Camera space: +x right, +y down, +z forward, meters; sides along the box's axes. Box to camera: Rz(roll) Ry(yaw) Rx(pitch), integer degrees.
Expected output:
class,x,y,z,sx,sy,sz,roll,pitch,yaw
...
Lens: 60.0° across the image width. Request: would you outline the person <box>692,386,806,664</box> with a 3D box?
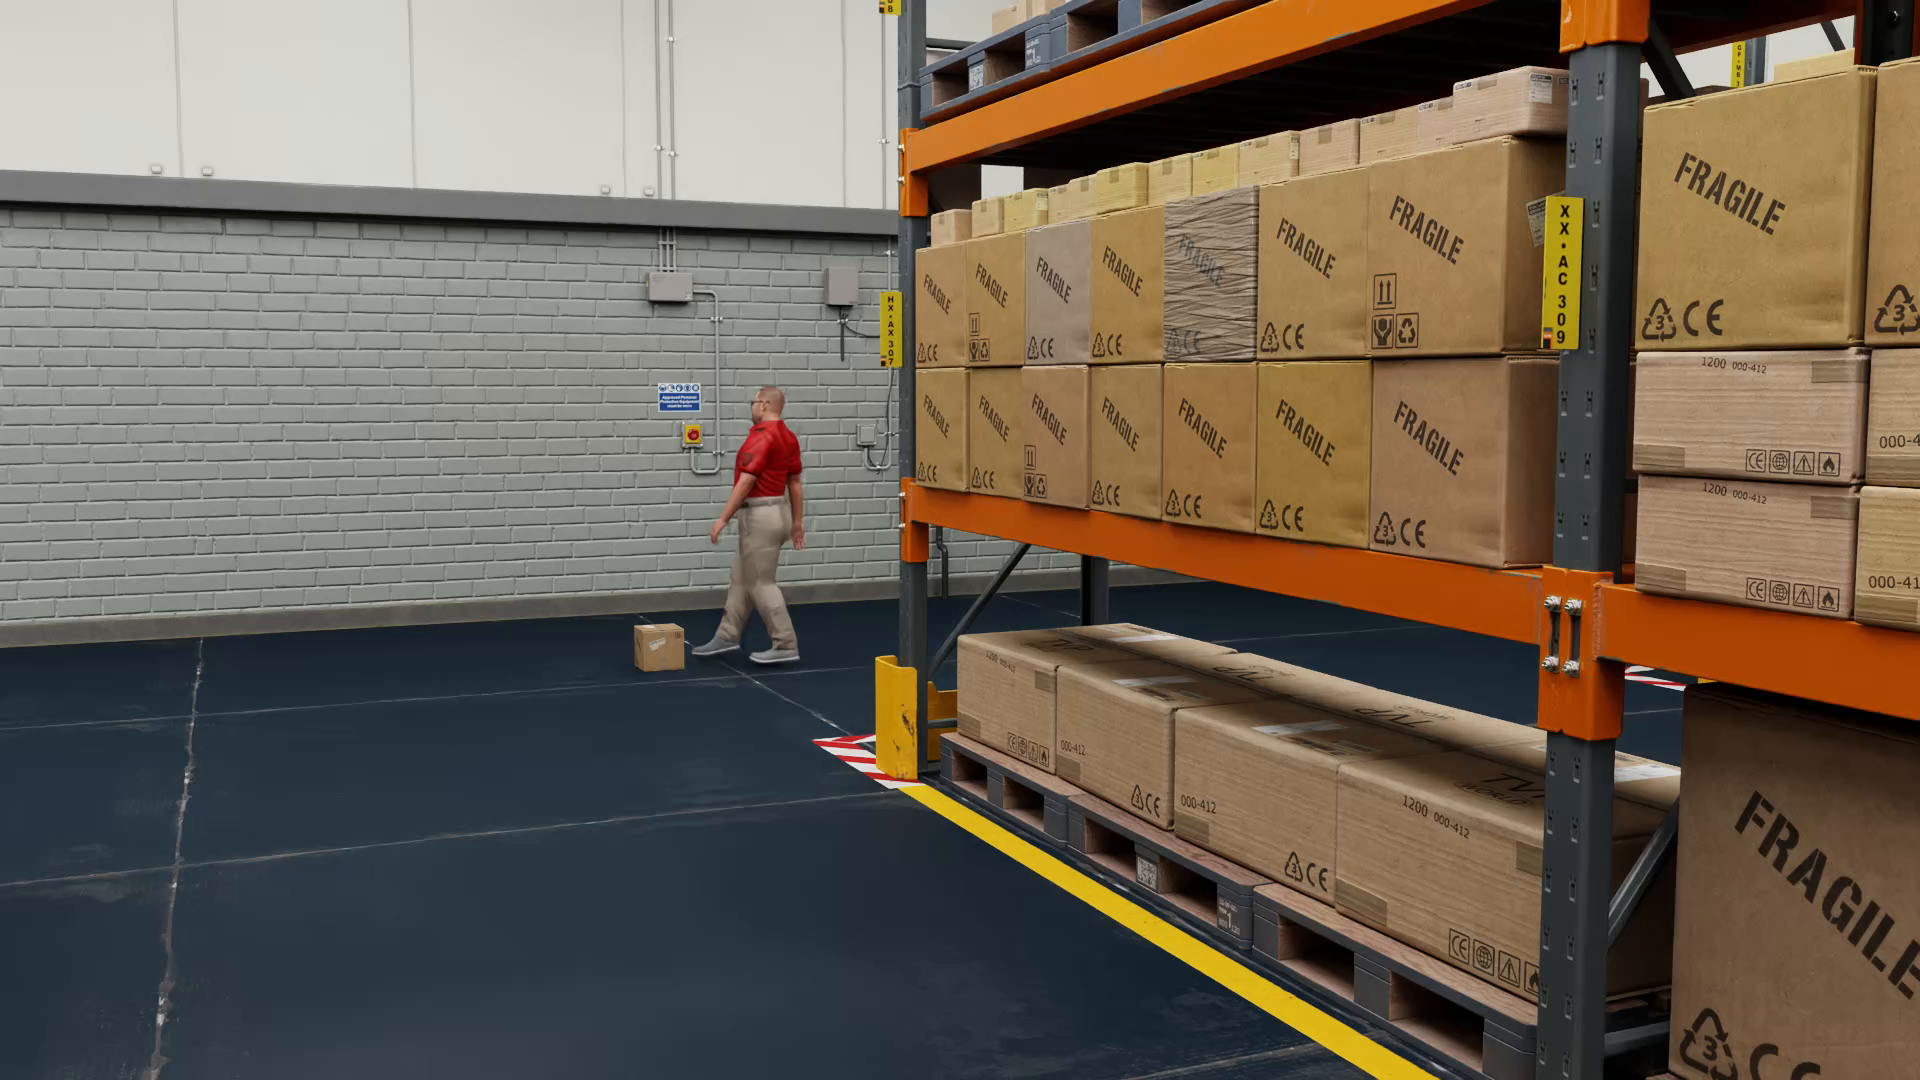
class,x,y,z,sx,sy,sz,roll,pitch,yaw
person,-1.360,-0.096,10.293,0.779,1.702,0.594,1,6,14
